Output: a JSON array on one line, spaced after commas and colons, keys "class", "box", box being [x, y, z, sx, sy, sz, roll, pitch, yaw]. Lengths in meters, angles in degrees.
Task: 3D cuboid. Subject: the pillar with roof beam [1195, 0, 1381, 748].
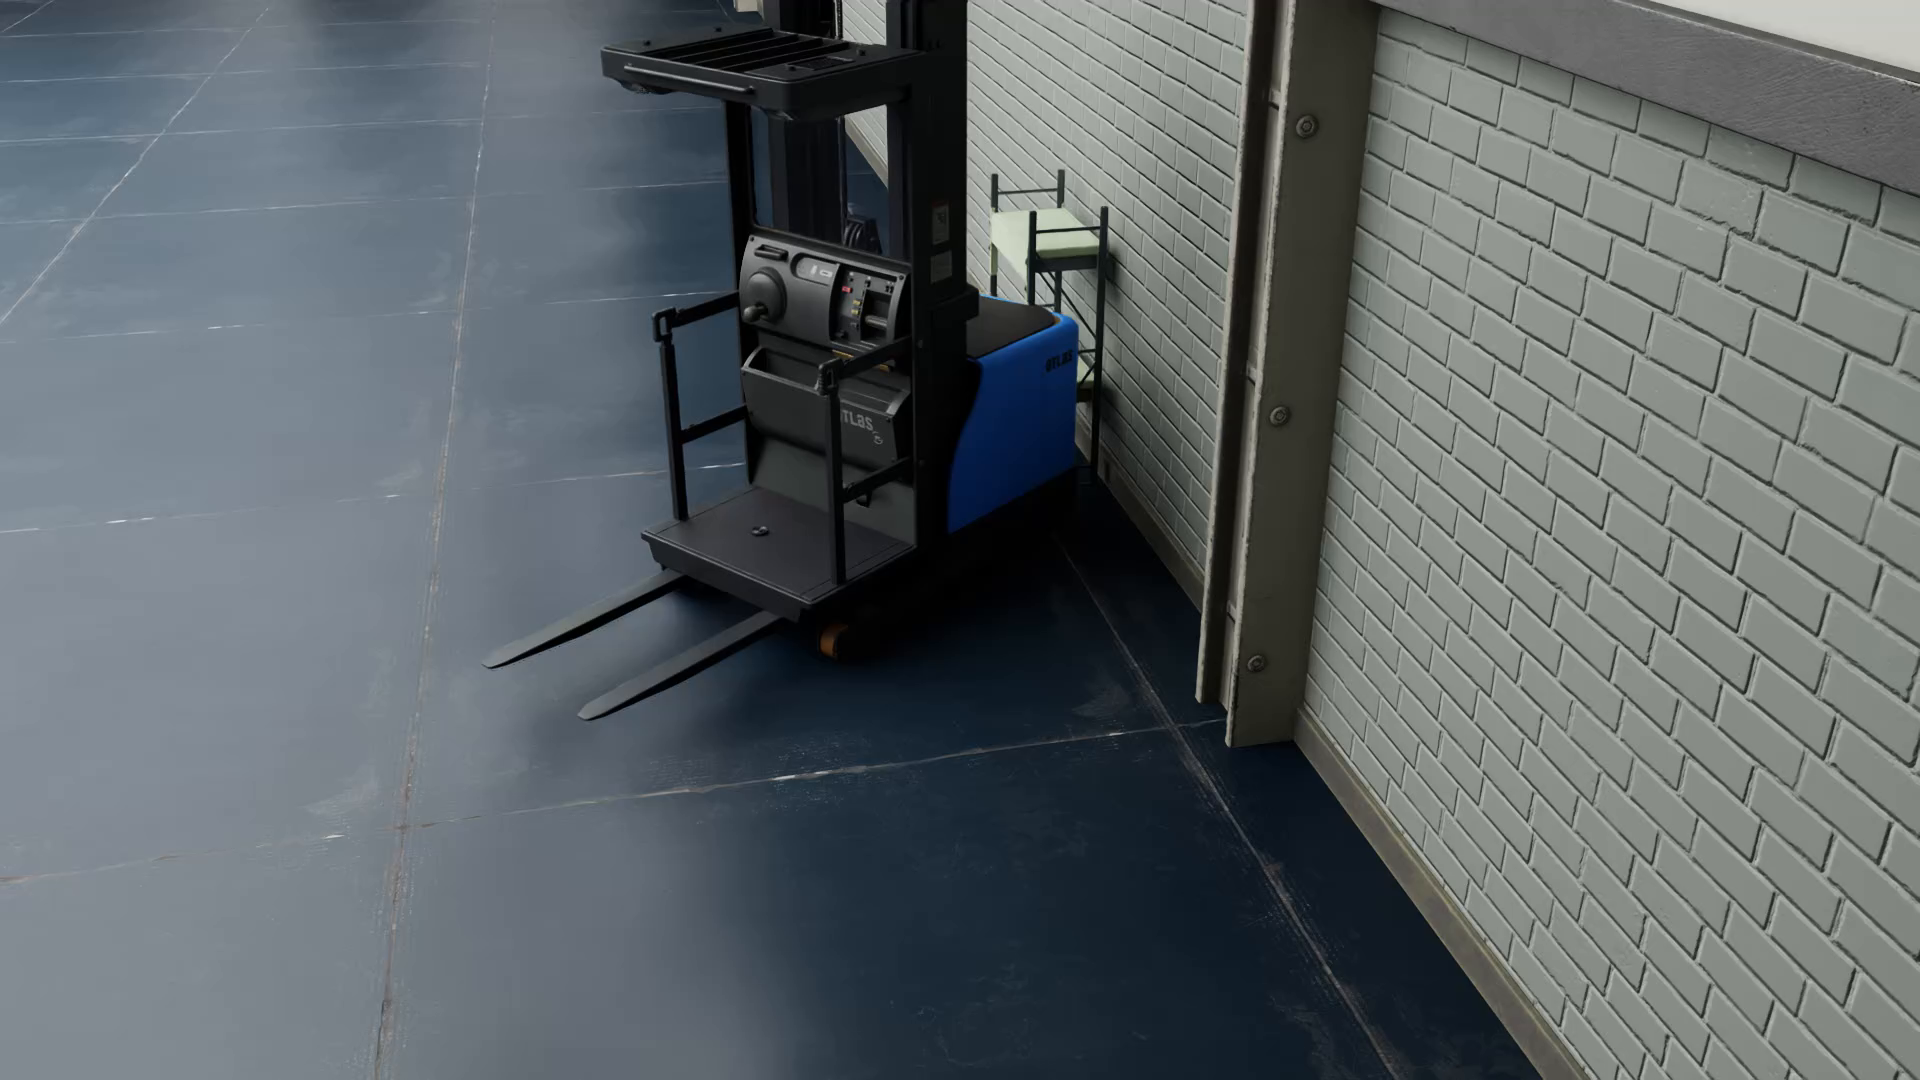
[{"class": "pillar with roof beam", "box": [-3.017, -2.856, 3.921, 9.100, 9.000, 0.400, -6, 27, -12]}]

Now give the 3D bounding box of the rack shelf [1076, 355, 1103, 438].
[{"class": "rack shelf", "box": [0.445, -0.818, 8.928, 0.431, 0.370, 0.720, -6, 28, -12]}]

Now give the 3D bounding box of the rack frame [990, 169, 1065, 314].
[{"class": "rack frame", "box": [0.359, -1.270, 9.098, 0.400, 1.500, 0.023, -6, 28, -12]}]

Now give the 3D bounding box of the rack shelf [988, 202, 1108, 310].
[{"class": "rack shelf", "box": [0.446, -1.457, 8.604, 0.431, 0.370, 0.720, -6, 28, -12]}]

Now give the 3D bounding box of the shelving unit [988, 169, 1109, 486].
[{"class": "shelving unit", "box": [0.445, -1.109, 8.781, 0.431, 1.500, 0.755, -6, 28, -12]}]

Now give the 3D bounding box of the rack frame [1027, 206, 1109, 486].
[{"class": "rack frame", "box": [0.532, -0.948, 8.464, 0.400, 1.500, 0.023, -6, 28, -12]}]

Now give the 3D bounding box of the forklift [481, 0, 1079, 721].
[{"class": "forklift", "box": [-0.734, -1.041, 7.059, 1.130, 2.935, 3.031, 20, 33, 34]}]

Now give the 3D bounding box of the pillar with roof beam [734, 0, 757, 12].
[{"class": "pillar with roof beam", "box": [-7.073, -10.758, 19.577, 9.100, 9.000, 0.400, -6, 27, -12]}]
